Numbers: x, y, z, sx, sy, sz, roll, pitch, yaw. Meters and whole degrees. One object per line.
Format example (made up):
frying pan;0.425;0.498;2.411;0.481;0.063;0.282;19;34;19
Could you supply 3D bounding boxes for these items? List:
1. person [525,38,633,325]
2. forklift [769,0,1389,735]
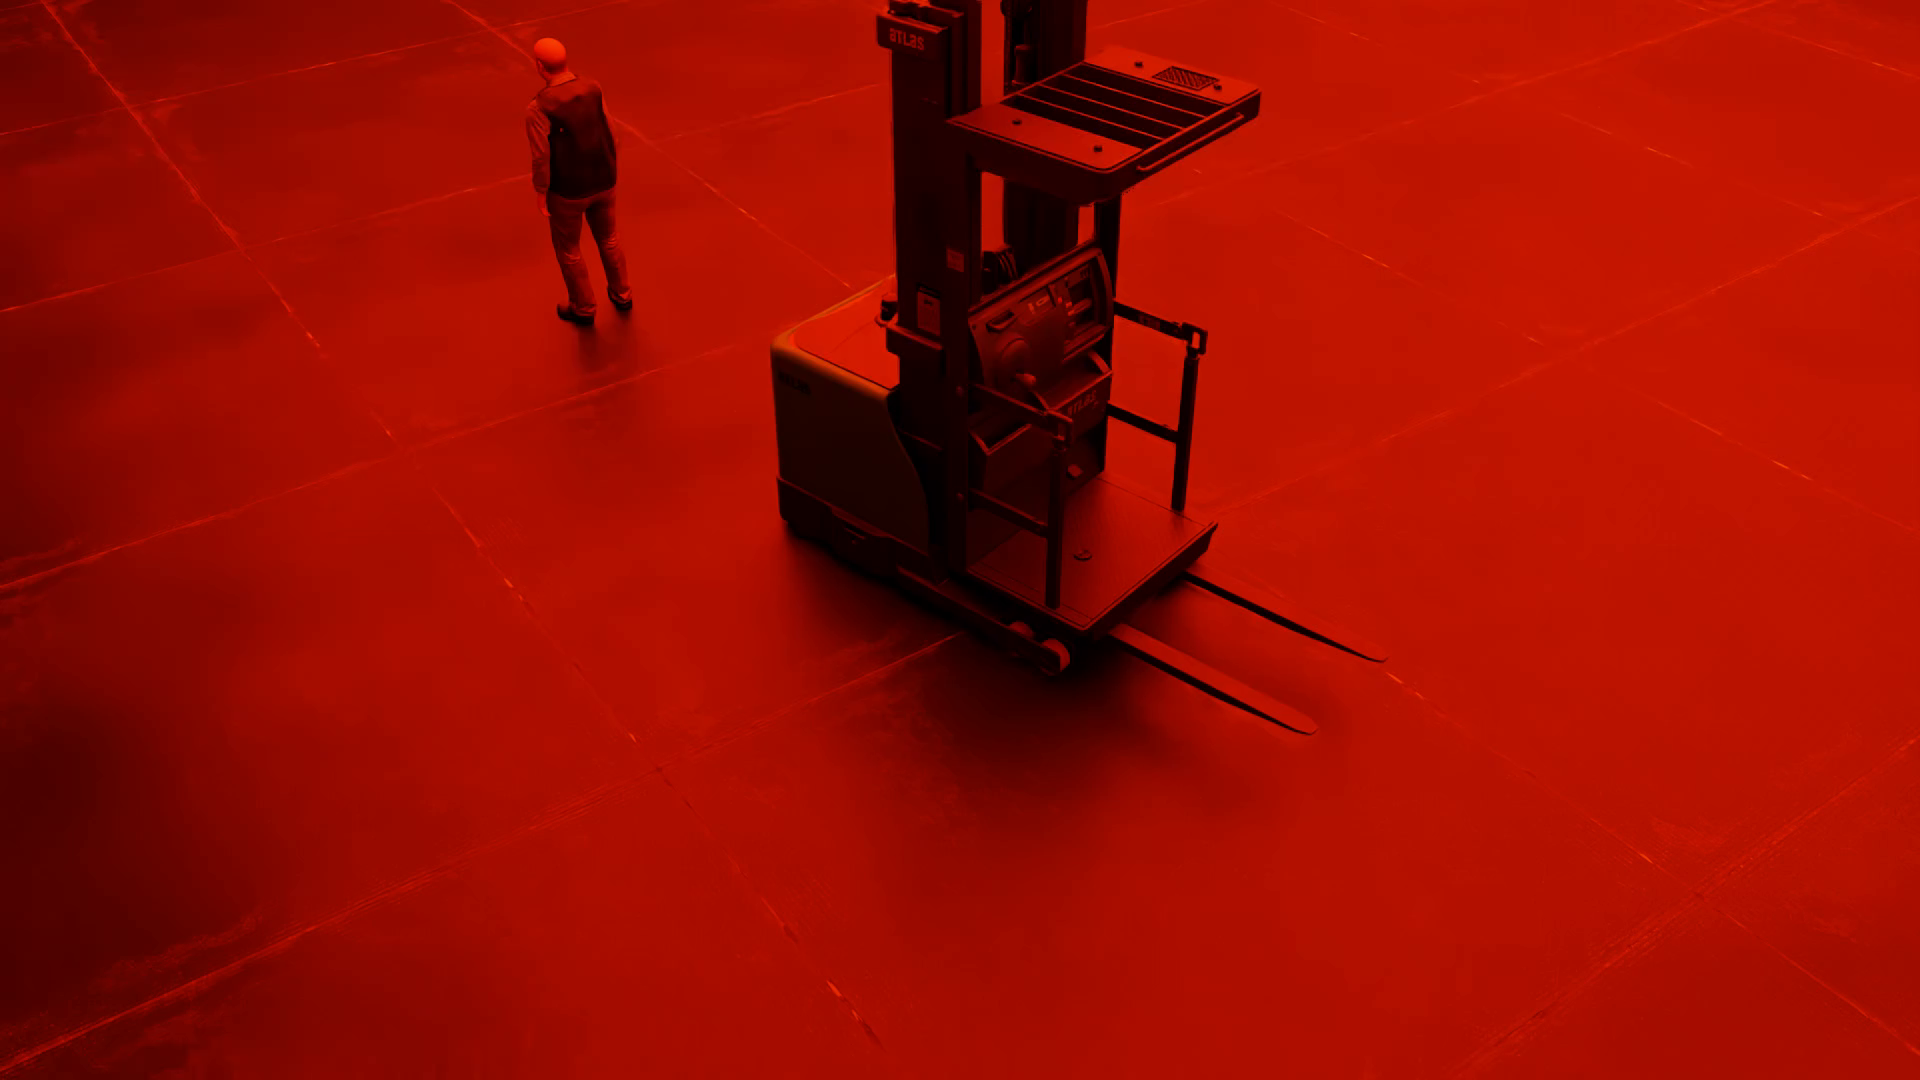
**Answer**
person;-2.244;-2.093;9.795;0.579;1.719;0.426;-30;46;-34
forklift;0.526;-0.919;7.188;3.031;2.935;1.130;27;44;31
